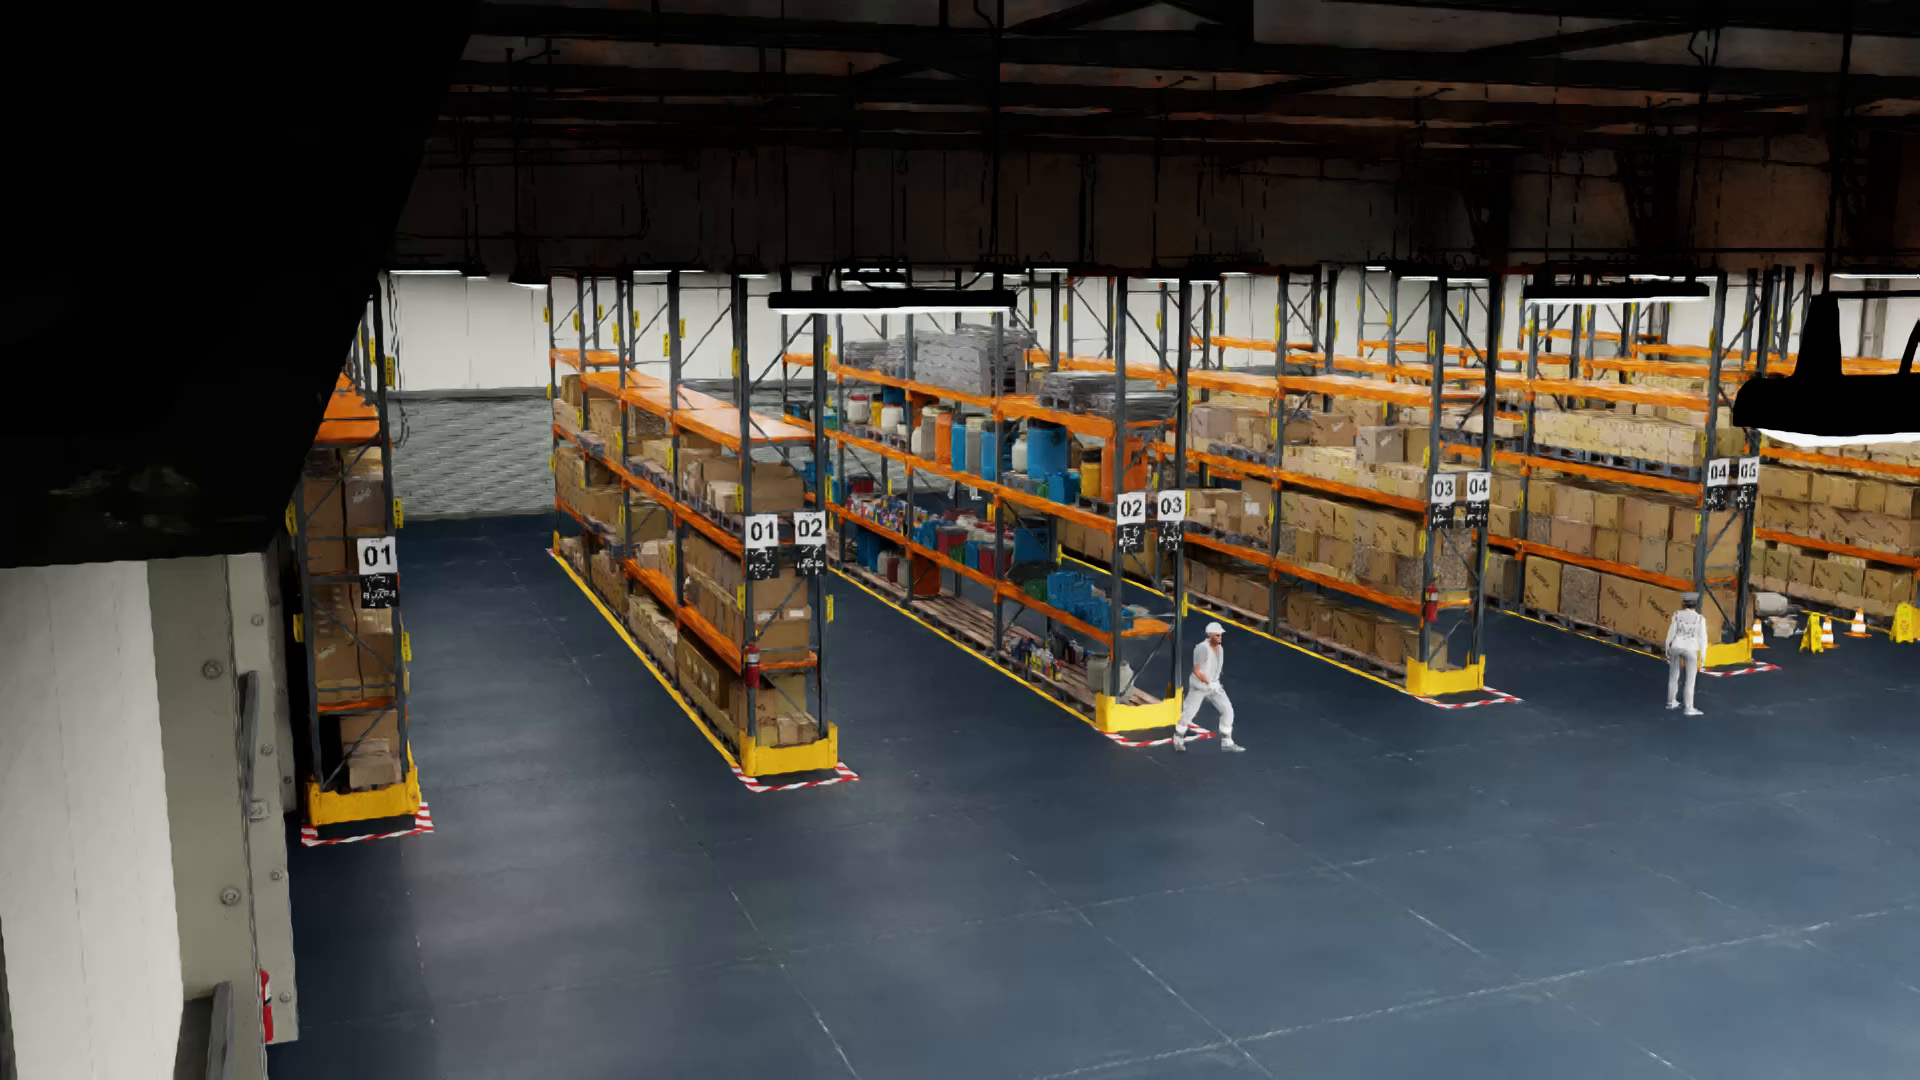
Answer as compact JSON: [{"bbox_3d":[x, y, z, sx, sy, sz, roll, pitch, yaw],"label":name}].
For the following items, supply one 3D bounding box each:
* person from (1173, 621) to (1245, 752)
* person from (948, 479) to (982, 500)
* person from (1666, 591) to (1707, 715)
[{"bbox_3d":[3.115,1.848,21.023,0.675,1.718,0.808,-8,13,-40],"label":"person"},{"bbox_3d":[0.079,-1.828,42.432,0.609,1.604,0.814,-8,12,-37],"label":"person"},{"bbox_3d":[10.003,1.541,22.897,0.555,1.684,0.431,8,13,38],"label":"person"}]
